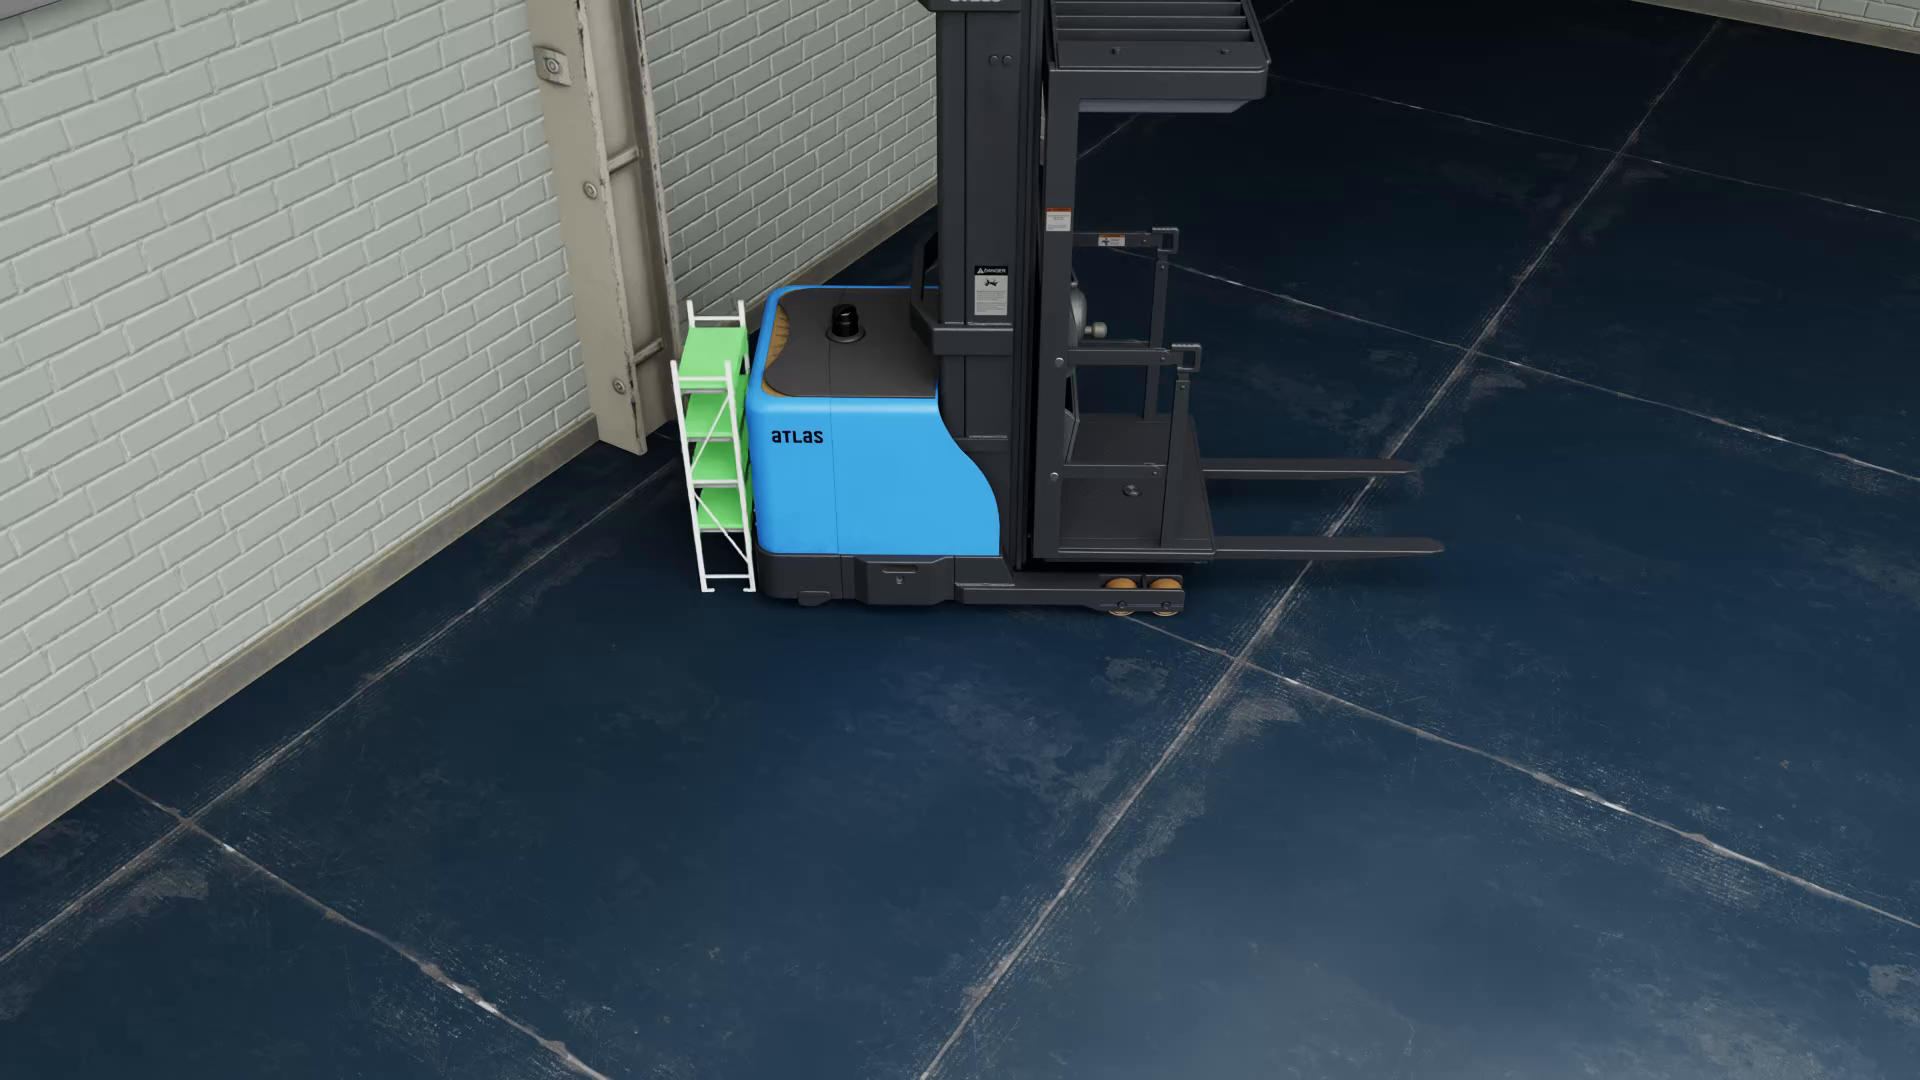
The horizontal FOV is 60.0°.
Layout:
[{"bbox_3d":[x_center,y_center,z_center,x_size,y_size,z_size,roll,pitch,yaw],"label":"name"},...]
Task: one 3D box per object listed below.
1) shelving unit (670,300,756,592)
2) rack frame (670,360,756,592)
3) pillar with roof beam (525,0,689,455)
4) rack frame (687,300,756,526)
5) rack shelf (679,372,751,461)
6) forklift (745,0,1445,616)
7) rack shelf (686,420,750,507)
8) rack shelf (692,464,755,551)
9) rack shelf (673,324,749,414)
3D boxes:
[{"bbox_3d":[-1.041,-0.397,7.279,0.258,1.200,0.503,0,38,1],"label":"shelving unit"},{"bbox_3d":[-1.043,-0.248,7.086,0.240,1.200,0.015,0,38,1],"label":"rack frame"},{"bbox_3d":[2.018,-2.729,3.919,9.100,9.000,0.400,21,42,25],"label":"pillar with roof beam"},{"bbox_3d":[-1.040,-0.546,7.472,0.240,1.200,0.015,0,38,1],"label":"rack frame"},{"bbox_3d":[-1.043,-0.536,7.171,0.258,0.148,0.480,0,38,1],"label":"rack shelf"},{"bbox_3d":[0.628,-1.155,6.848,3.031,2.935,1.130,0,38,1],"label":"forklift"},{"bbox_3d":[-1.040,-0.346,7.318,0.258,0.148,0.480,0,38,1],"label":"rack shelf"},{"bbox_3d":[-1.037,-0.156,7.464,0.258,0.148,0.480,0,38,1],"label":"rack shelf"},{"bbox_3d":[-1.046,-0.726,7.025,0.258,0.148,0.480,0,38,1],"label":"rack shelf"}]
